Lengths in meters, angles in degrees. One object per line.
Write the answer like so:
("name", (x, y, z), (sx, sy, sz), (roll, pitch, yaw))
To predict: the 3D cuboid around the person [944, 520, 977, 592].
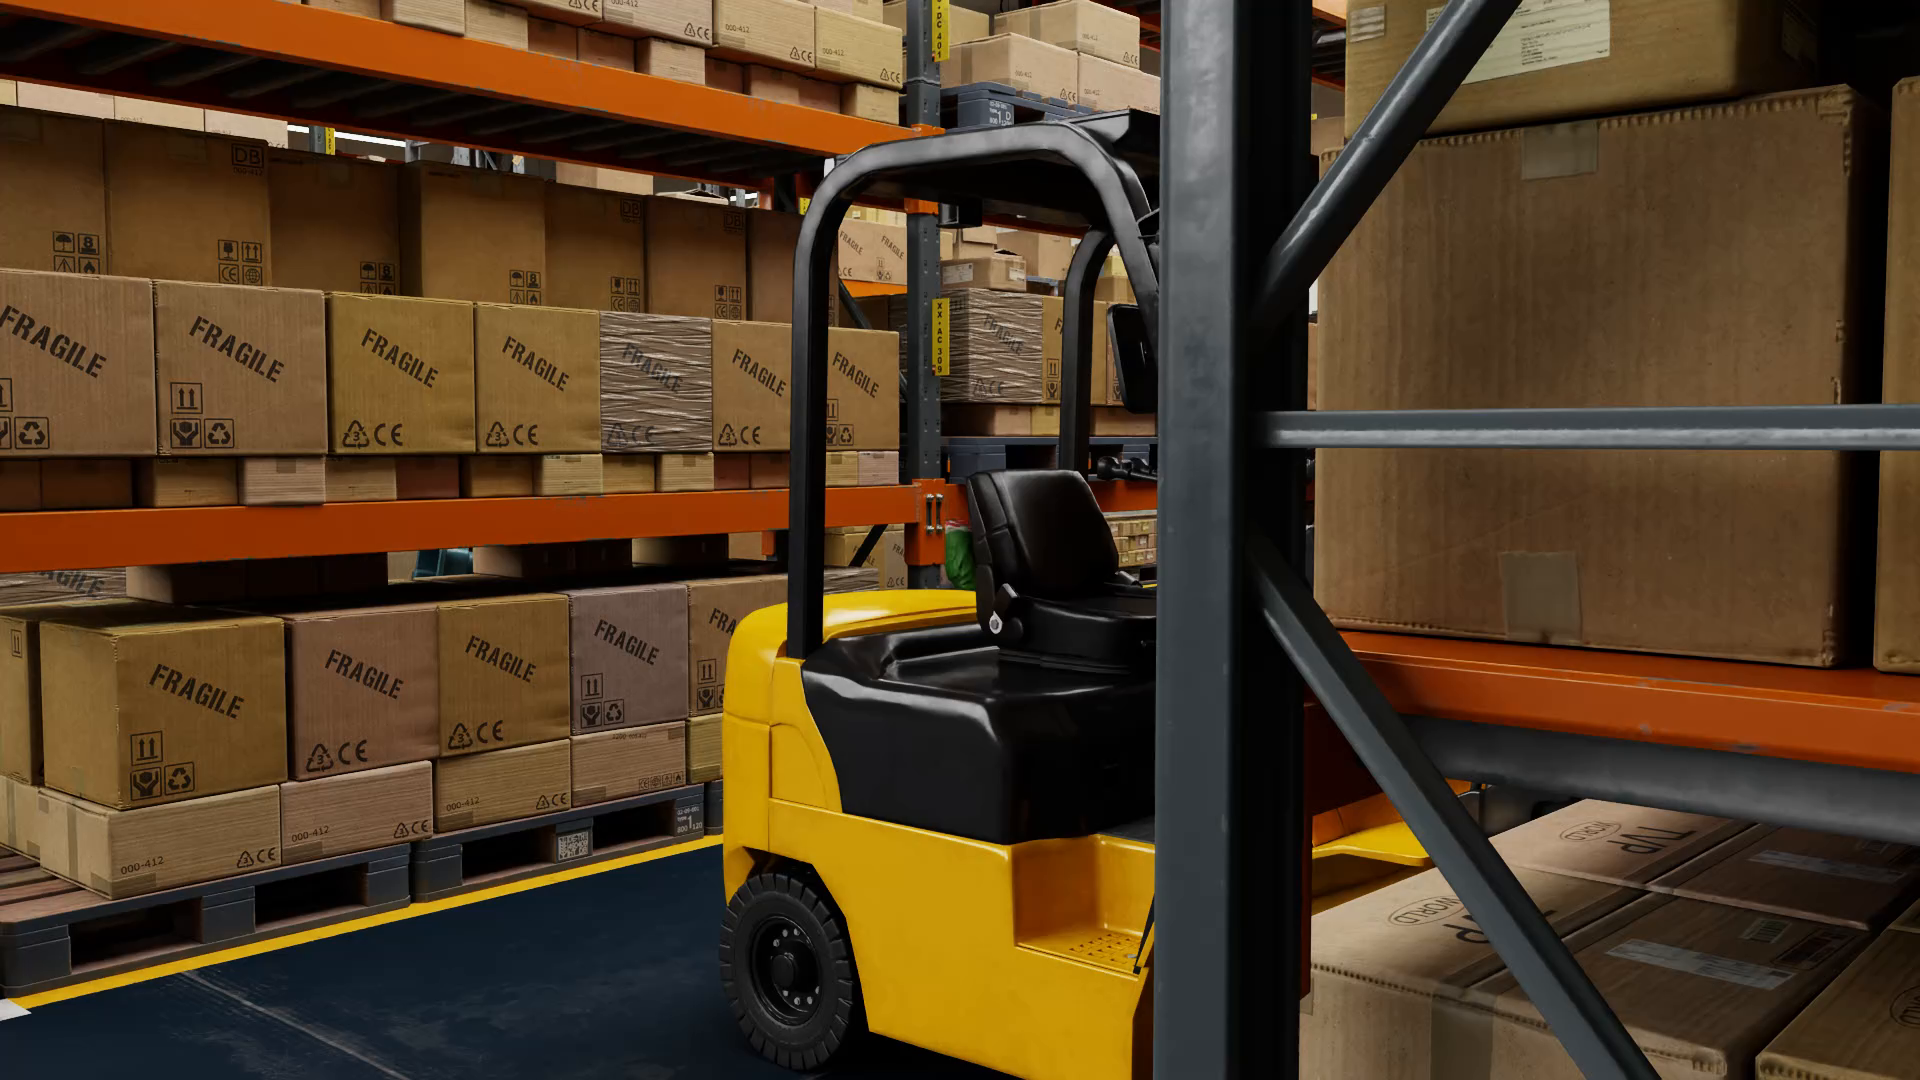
("person", (0.222, 0.128, 11.026), (0.887, 1.401, 0.472), (3, 5, 40))
